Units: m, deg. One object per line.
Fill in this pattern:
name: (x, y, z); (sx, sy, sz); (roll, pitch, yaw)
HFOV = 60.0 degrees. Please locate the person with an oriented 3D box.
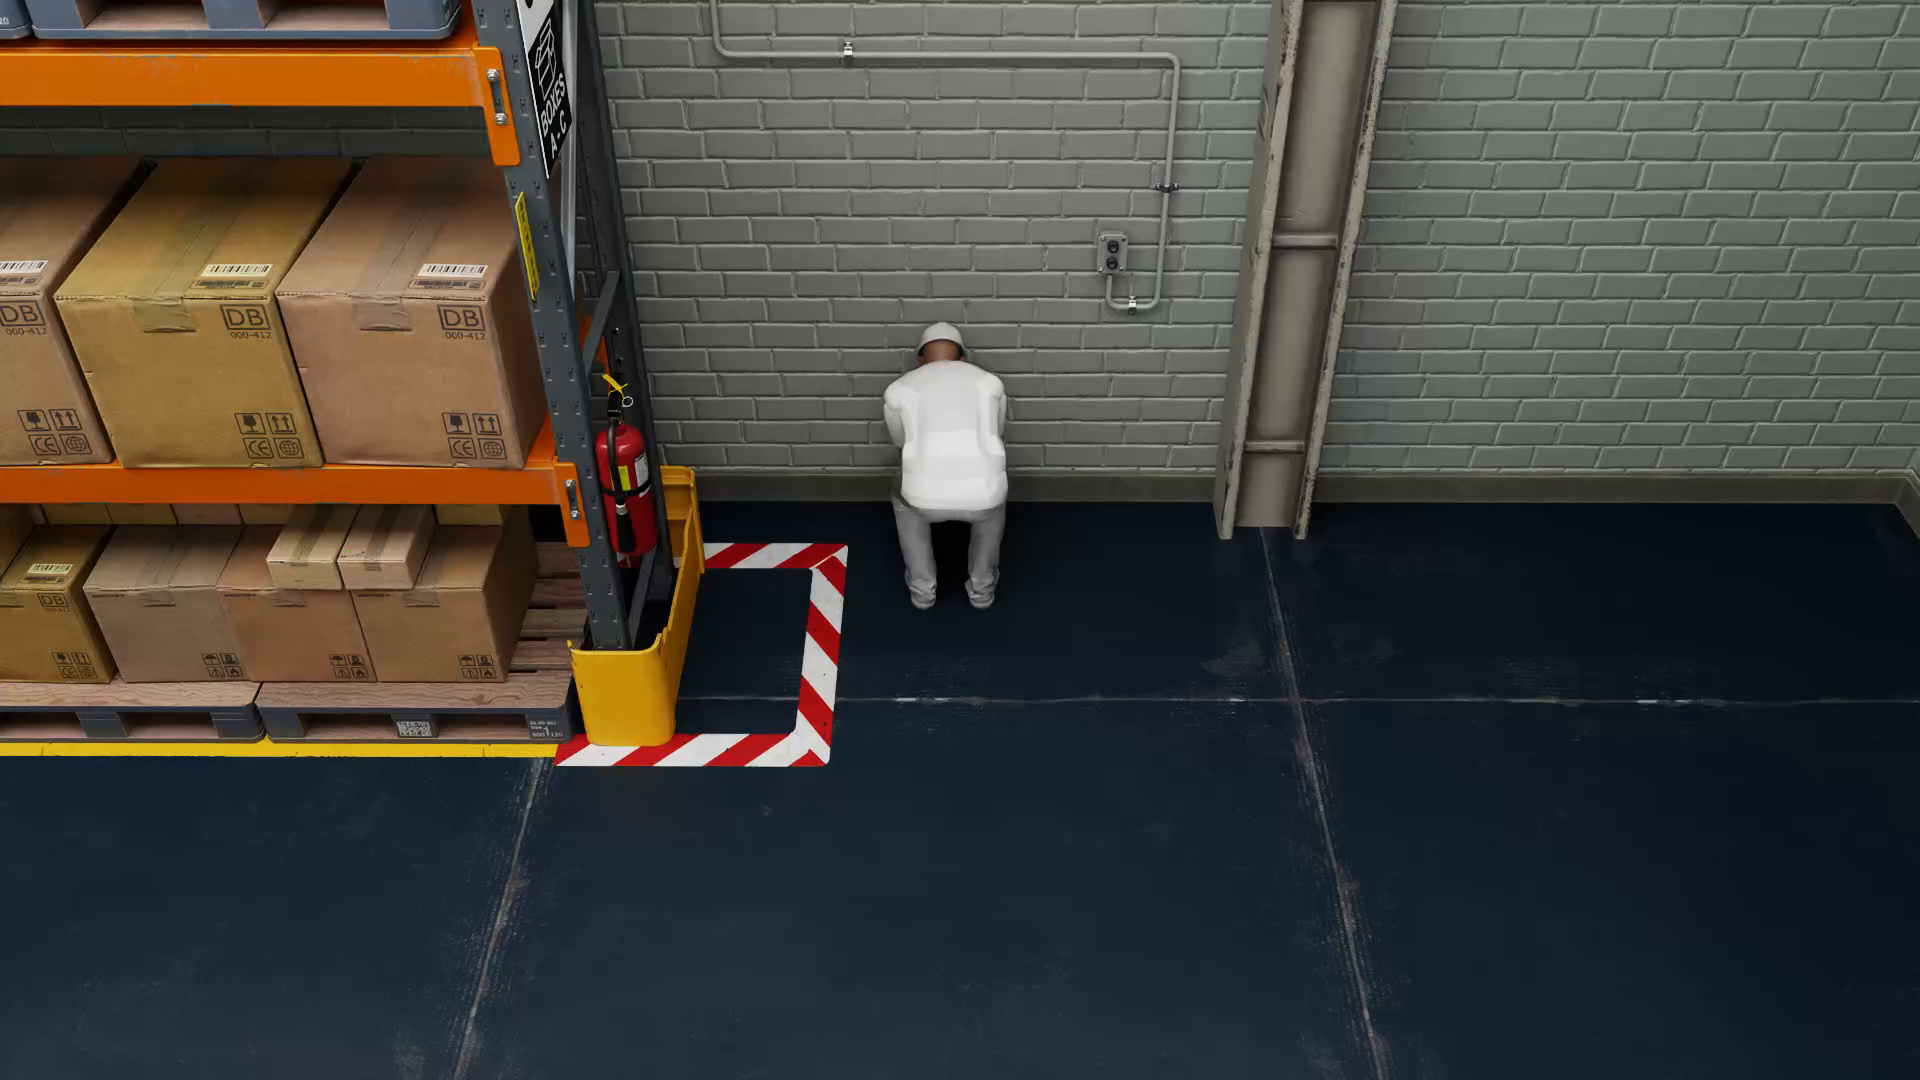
person: (-0.054, -0.284, 7.074); (0.525, 1.017, 0.959); (-2, 39, -2)
